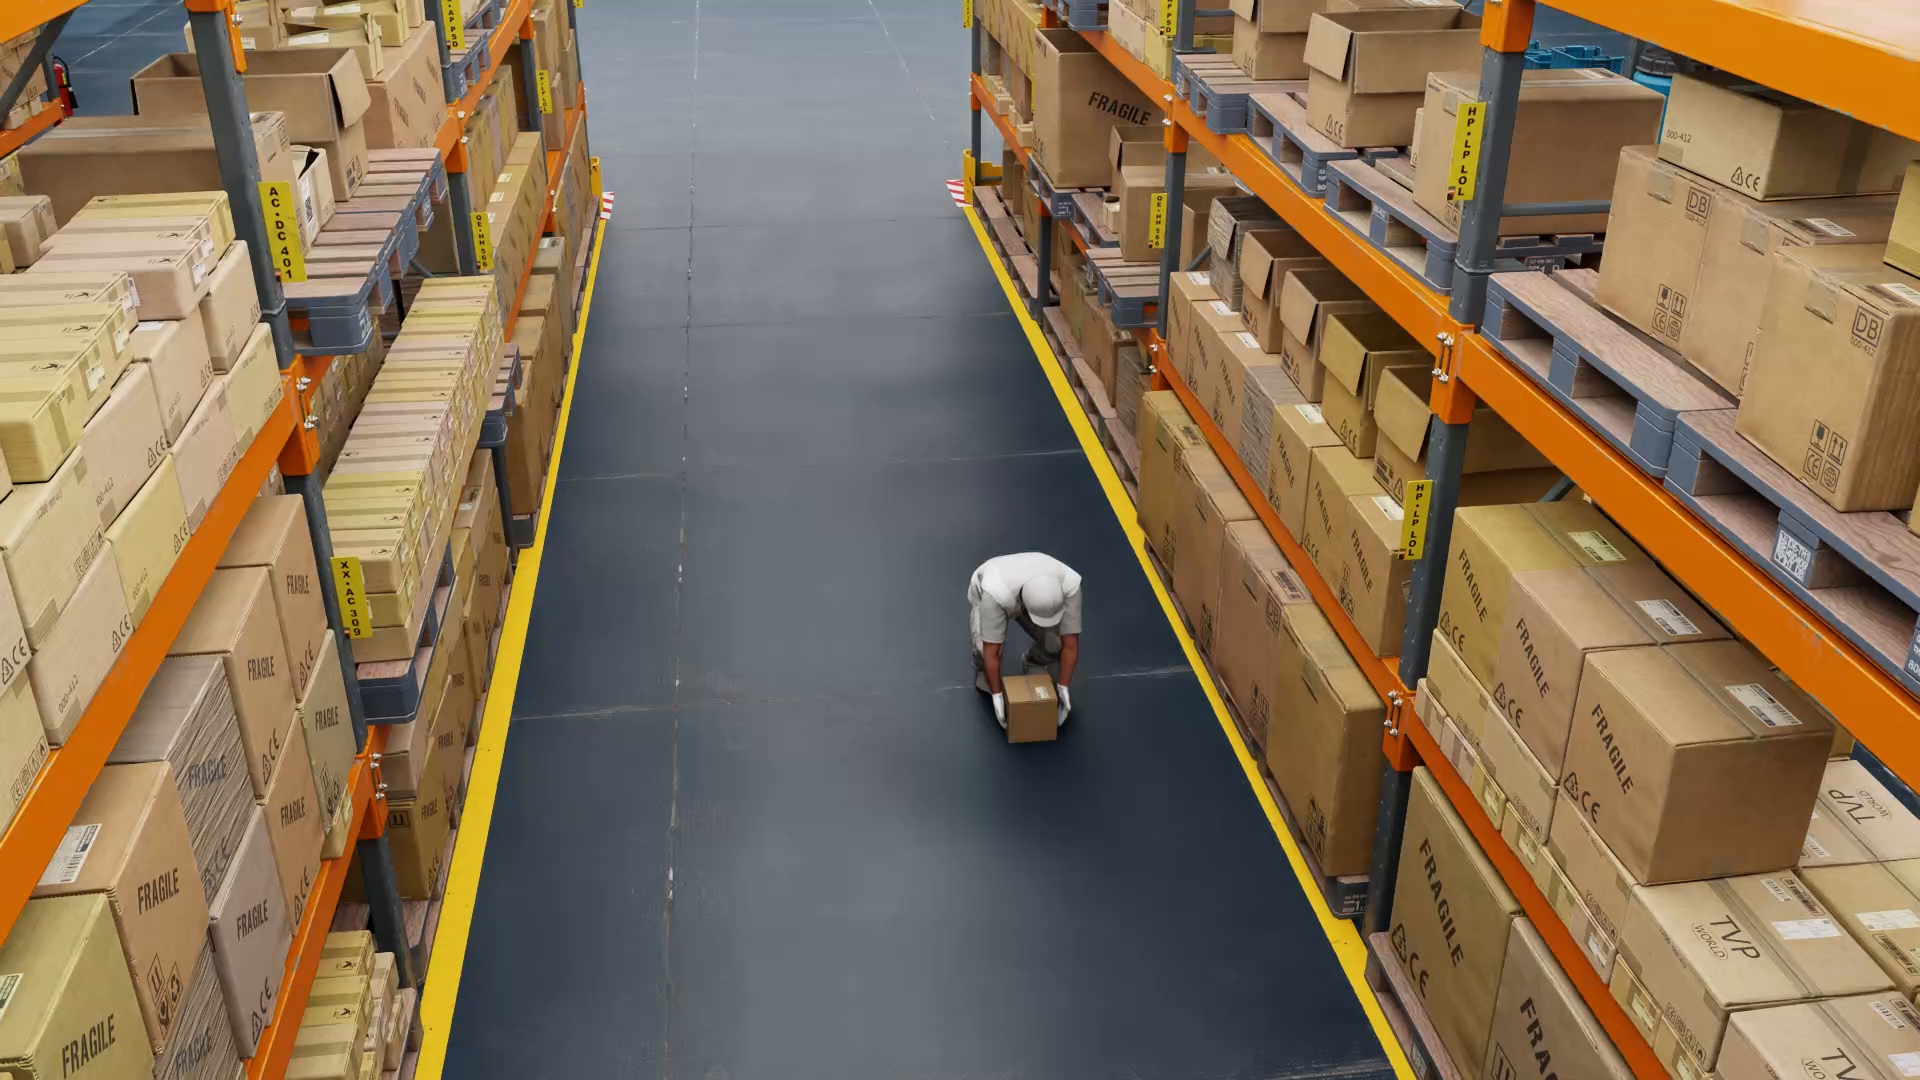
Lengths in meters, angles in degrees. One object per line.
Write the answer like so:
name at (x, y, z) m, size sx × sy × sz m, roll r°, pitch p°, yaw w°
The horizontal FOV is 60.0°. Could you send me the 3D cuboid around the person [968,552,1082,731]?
person at (0.334, 0.424, 8.748) m, size 0.578 × 0.896 × 0.911 m, roll -4°, pitch 27°, yaw -7°
